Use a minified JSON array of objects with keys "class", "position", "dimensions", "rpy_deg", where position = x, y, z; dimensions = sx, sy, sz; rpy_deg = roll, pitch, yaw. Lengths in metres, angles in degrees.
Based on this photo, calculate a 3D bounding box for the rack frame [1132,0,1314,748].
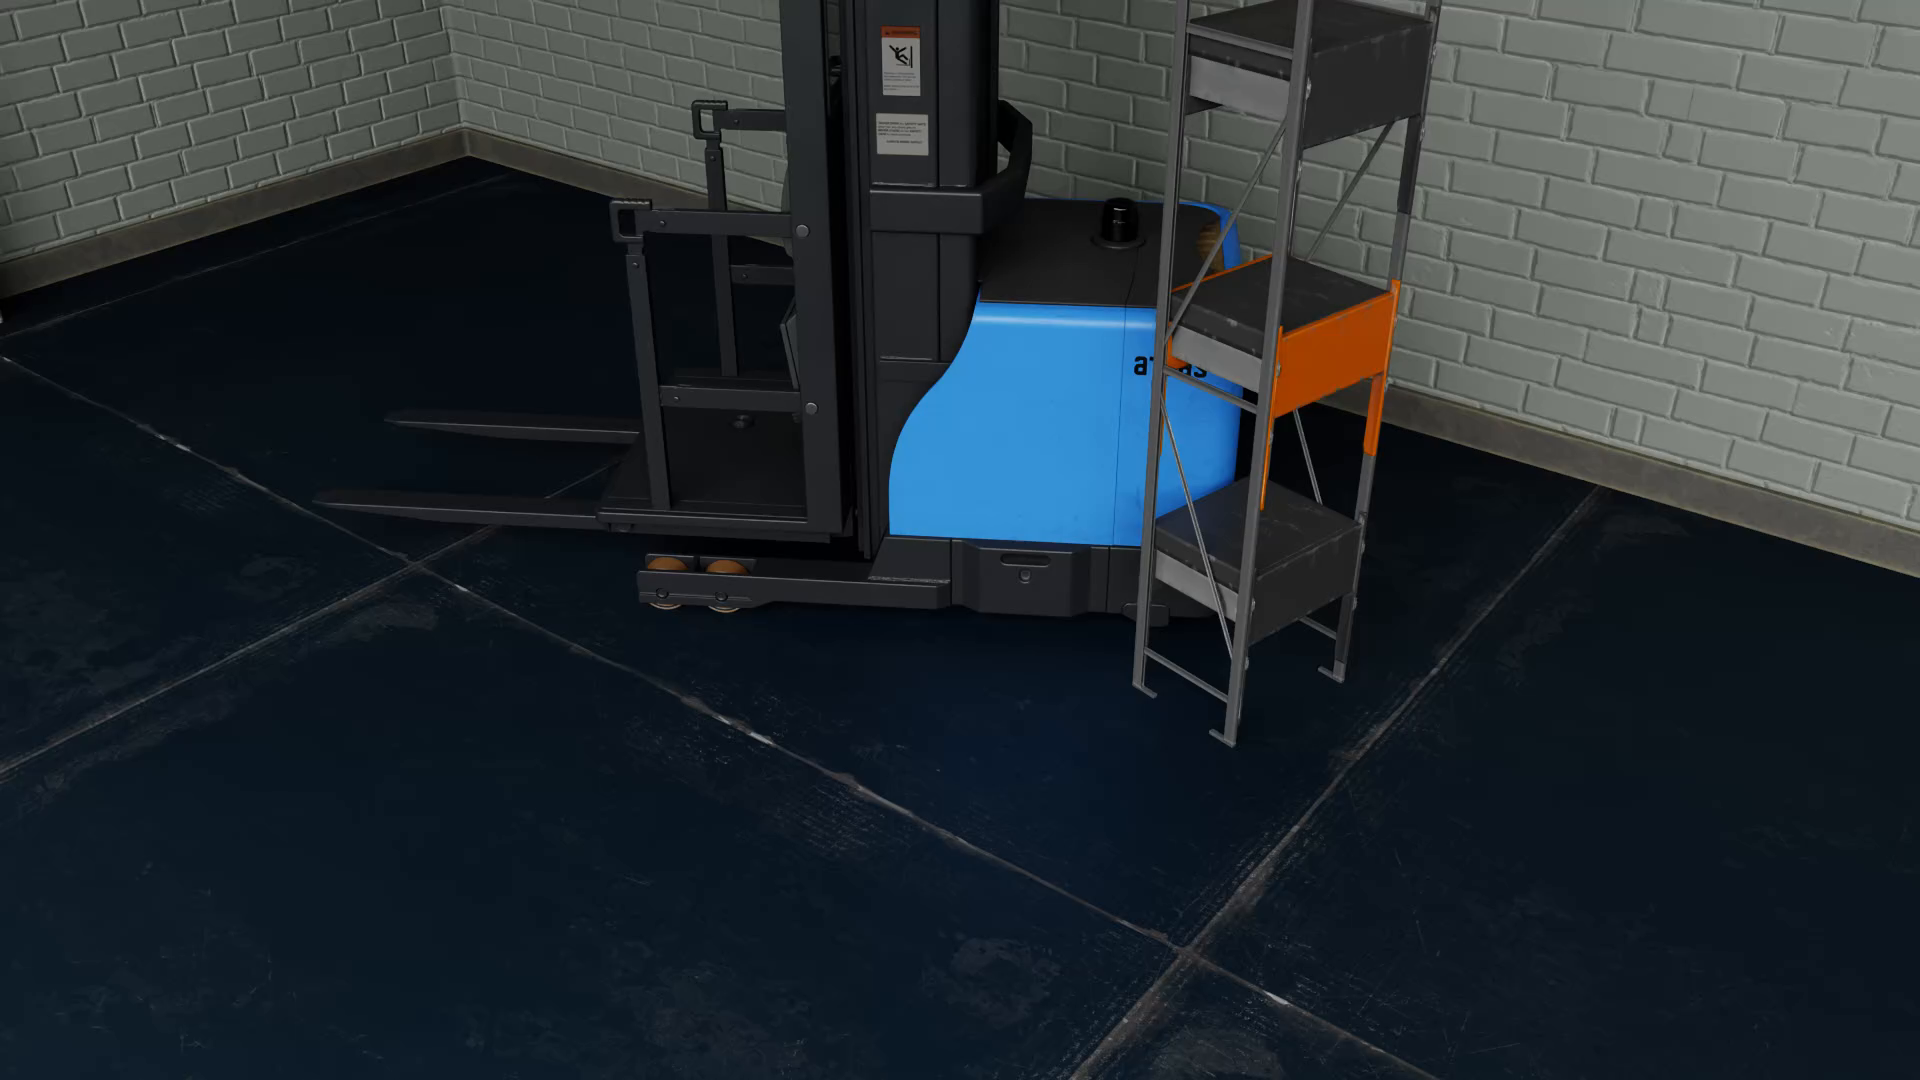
[{"class":"rack frame","position":[0.654,-0.390,4.348],"dimensions":[0.015,2.100,0.400],"rpy_deg":[-23,38,-34]}]

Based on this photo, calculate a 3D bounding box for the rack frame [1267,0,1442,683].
[{"class":"rack frame","position":[1.026,-0.550,4.619],"dimensions":[0.015,2.100,0.400],"rpy_deg":[-23,38,-34]}]

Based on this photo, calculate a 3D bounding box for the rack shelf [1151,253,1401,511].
[{"class":"rack shelf","position":[0.840,-0.458,4.490],"dimensions":[0.480,0.518,0.431],"rpy_deg":[-23,38,-34]}]

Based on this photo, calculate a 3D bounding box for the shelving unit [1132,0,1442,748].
[{"class":"shelving unit","position":[0.840,-0.470,4.483],"dimensions":[0.503,2.100,0.431],"rpy_deg":[-23,38,-34]}]

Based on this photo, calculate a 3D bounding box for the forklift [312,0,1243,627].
[{"class":"forklift","position":[-0.620,-1.292,5.055],"dimensions":[3.031,2.935,1.130],"rpy_deg":[3,31,5]}]

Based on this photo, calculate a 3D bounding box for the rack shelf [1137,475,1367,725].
[{"class":"rack shelf","position":[0.840,0.144,4.847],"dimensions":[0.480,0.518,0.431],"rpy_deg":[-23,38,-34]}]

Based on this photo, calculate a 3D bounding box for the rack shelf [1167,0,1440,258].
[{"class":"rack shelf","position":[0.840,-1.060,4.133],"dimensions":[0.480,0.518,0.431],"rpy_deg":[-23,38,-34]}]
